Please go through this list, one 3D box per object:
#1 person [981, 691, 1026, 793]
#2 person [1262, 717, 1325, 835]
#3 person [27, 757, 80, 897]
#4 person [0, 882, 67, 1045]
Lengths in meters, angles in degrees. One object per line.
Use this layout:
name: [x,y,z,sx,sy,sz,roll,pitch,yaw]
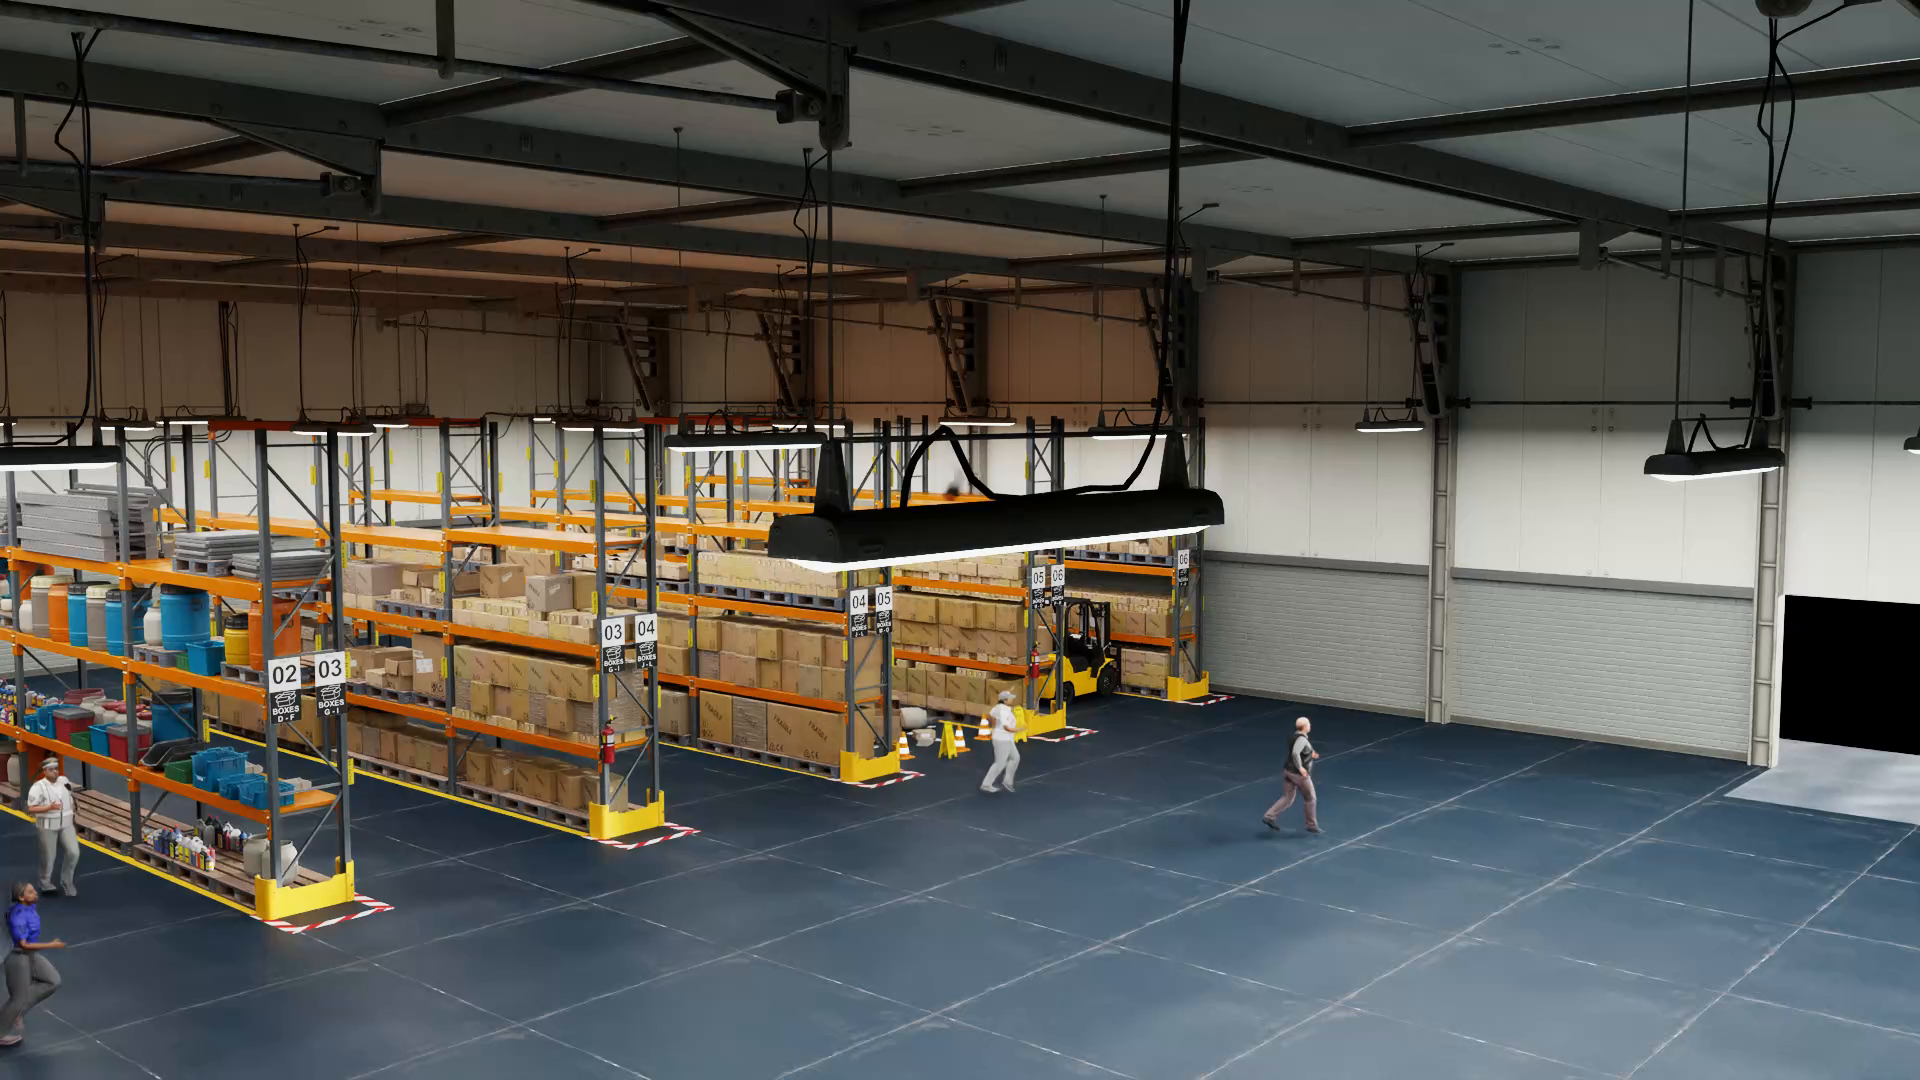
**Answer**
person: [0.703,3.293,26.851,0.736,1.741,0.623,0,5,-1]
person: [4.887,3.453,24.280,0.953,1.733,0.617,-2,5,-18]
person: [-11.573,3.686,21.290,0.727,1.836,0.640,4,6,39]
person: [-9.218,4.199,16.453,0.725,1.504,0.595,-1,5,-16]
